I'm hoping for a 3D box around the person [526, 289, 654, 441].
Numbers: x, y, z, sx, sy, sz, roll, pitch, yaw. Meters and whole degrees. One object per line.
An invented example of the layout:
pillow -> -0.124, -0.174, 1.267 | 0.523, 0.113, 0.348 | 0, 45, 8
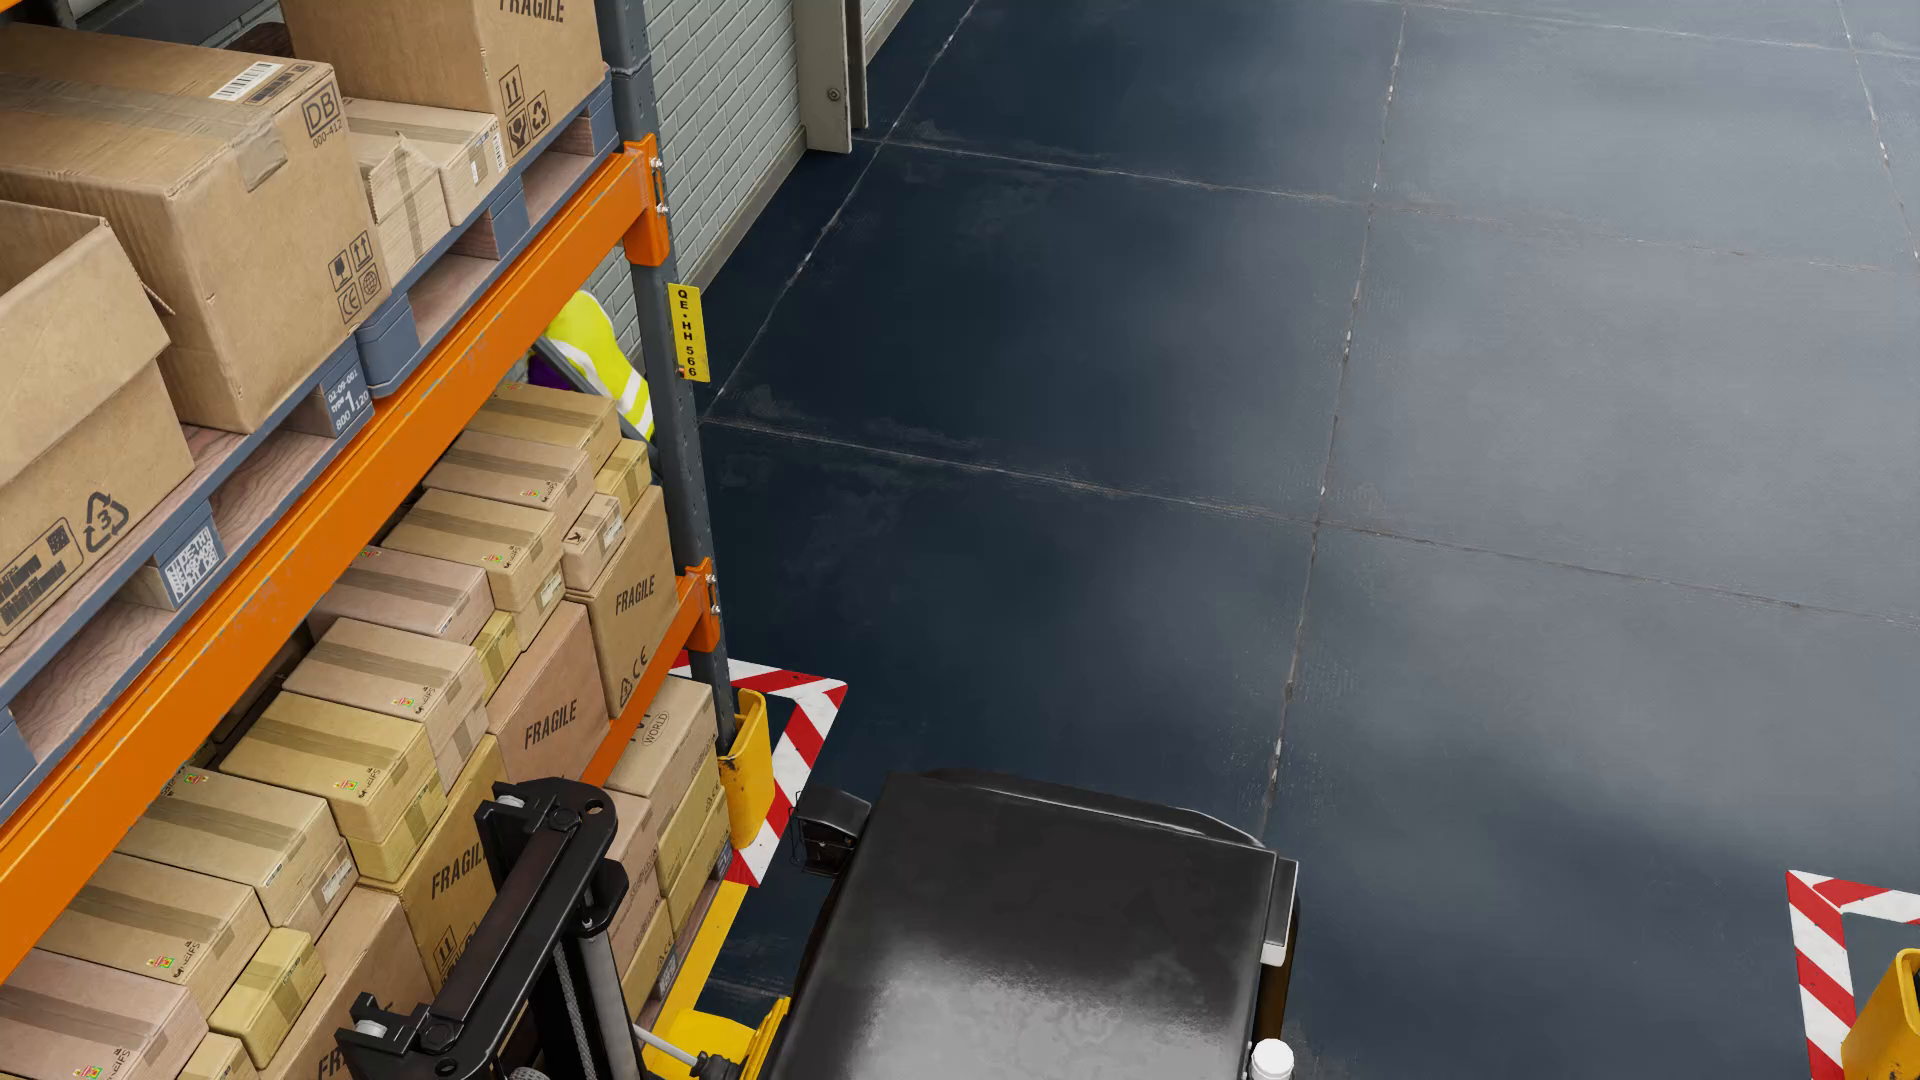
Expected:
person -> -1.530, -0.425, 6.669 | 0.618, 1.718, 0.477 | 2, 41, 2
